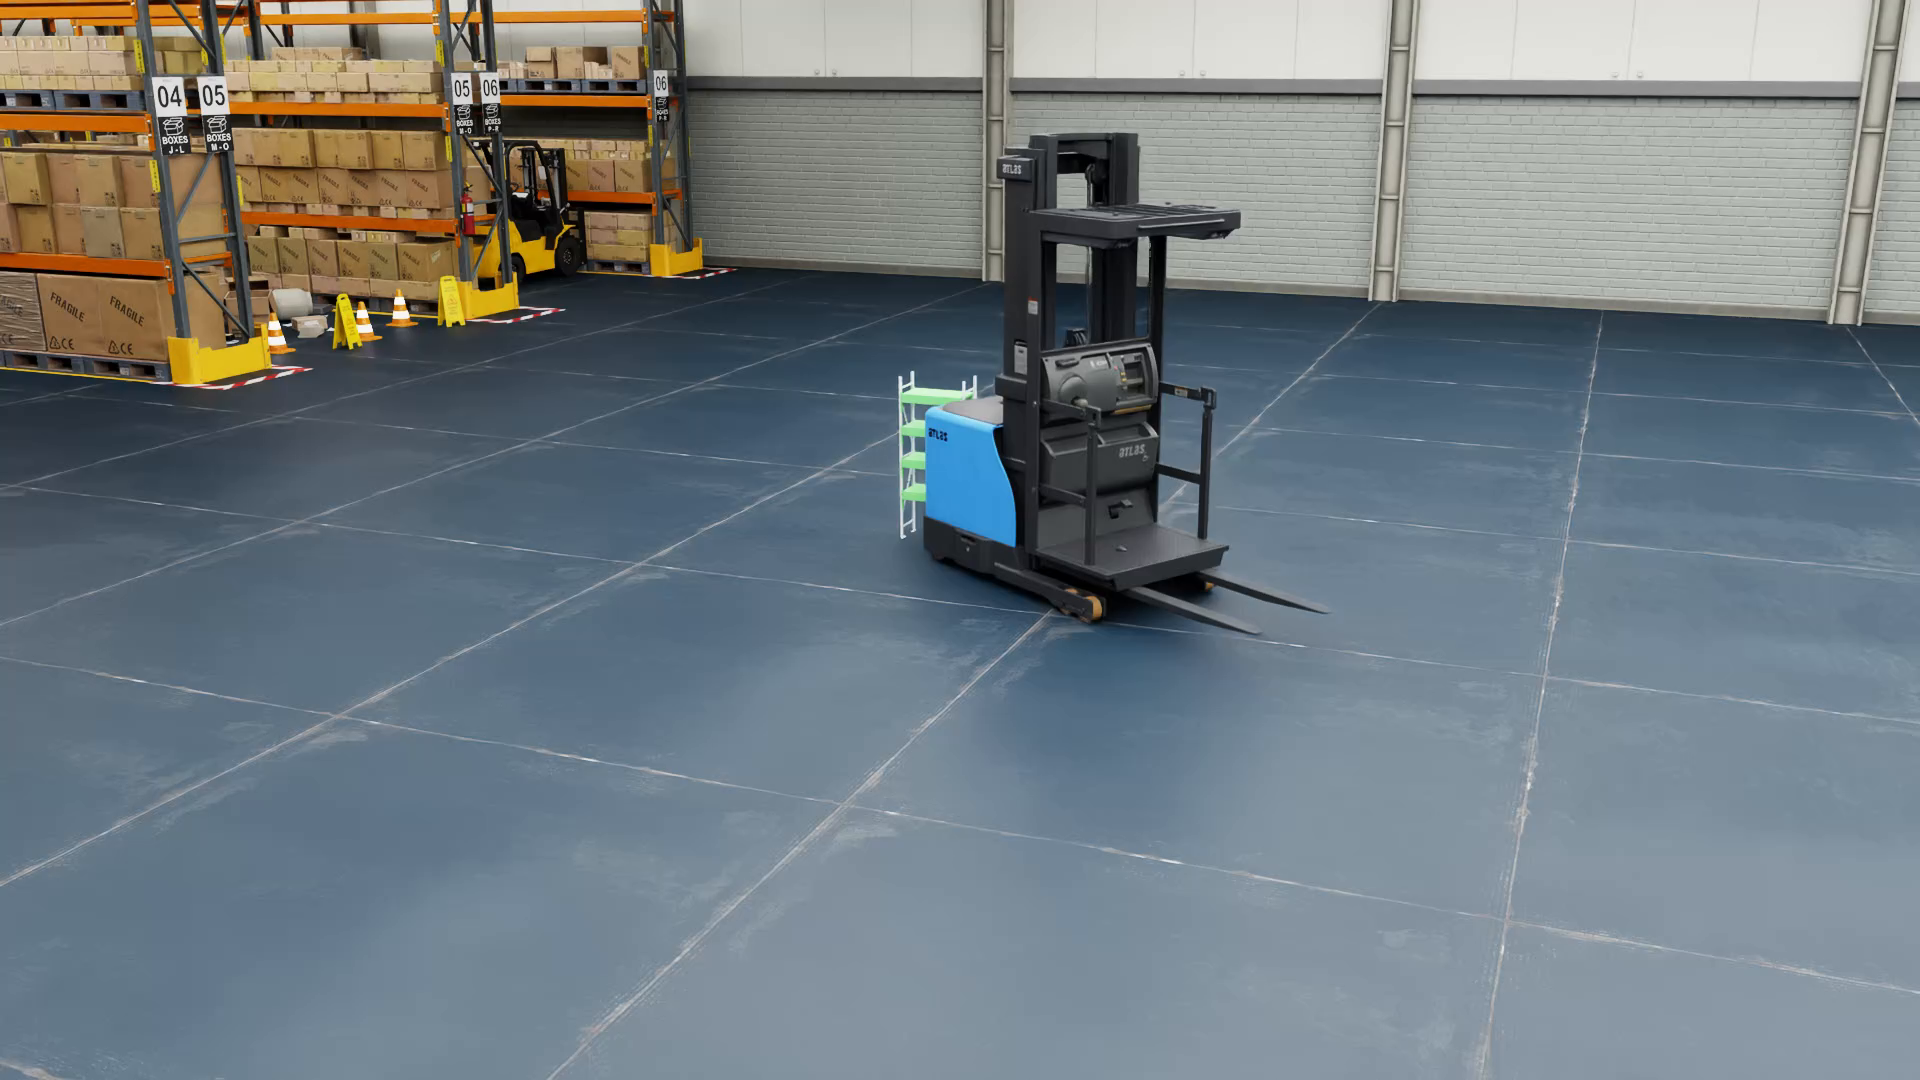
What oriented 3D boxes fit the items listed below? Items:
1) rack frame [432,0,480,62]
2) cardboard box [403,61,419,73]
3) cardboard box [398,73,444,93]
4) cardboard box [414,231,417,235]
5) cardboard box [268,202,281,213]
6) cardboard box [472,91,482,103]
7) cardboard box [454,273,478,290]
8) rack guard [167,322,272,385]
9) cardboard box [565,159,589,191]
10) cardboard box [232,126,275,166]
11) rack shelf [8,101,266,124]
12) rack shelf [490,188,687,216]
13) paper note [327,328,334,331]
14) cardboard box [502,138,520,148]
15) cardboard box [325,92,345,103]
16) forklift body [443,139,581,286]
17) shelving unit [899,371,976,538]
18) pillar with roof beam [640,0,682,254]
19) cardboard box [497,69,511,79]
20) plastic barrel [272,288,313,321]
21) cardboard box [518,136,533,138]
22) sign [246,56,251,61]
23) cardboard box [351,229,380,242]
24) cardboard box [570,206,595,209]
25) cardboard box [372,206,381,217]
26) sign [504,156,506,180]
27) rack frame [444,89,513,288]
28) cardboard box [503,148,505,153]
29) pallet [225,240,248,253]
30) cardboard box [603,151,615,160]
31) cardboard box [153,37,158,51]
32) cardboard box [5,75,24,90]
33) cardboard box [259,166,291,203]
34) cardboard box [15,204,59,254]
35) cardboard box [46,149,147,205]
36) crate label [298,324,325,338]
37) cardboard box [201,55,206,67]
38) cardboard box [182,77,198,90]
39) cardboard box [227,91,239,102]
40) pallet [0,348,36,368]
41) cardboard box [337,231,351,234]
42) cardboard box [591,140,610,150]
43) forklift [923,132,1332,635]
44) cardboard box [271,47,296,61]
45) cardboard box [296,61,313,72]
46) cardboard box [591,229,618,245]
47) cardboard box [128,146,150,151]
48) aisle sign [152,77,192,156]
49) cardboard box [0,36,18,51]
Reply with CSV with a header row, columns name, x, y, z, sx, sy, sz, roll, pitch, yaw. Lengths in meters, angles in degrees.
name,x,y,z,sx,sy,sz,roll,pitch,yaw
rack frame,-8.400,-9.153,27.560,0.127,3.000,1.000,6,17,21
cardboard box,-7.145,-6.272,22.038,0.250,0.149,0.380,7,17,22
cardboard box,-7.072,-6.068,22.052,0.500,0.250,0.500,6,17,20
cardboard box,-9.608,-5.465,29.123,0.625,0.625,0.875,6,17,20
cardboard box,-9.530,-4.716,23.489,0.250,0.149,0.380,6,17,20
cardboard box,-6.686,-6.013,22.575,0.250,0.149,0.380,6,17,21
cardboard box,-7.146,-3.610,23.407,0.500,0.250,0.500,6,17,20
rack guard,-8.197,-2.078,18.434,0.348,0.500,1.175,6,17,21
cardboard box,-6.189,-6.000,27.283,0.500,0.500,0.500,6,17,20
cardboard box,-9.888,-5.554,23.417,0.500,0.500,0.700,6,17,20
rack shelf,-12.078,-6.283,24.348,4.000,0.370,1.077,6,17,21
rack shelf,-6.539,-5.722,27.792,4.000,0.370,1.077,6,17,21
paper note,-8.106,-2.729,21.520,0.142,0.019,0.148,0,16,1
cardboard box,-7.493,-6.584,27.597,0.250,0.149,0.380,7,17,22
cardboard box,-8.376,-6.004,22.545,0.250,0.149,0.380,6,17,20
forklift body,-7.112,-5.176,26.144,1.214,2.155,2.313,6,17,21
shelving unit,-0.159,-0.595,12.071,0.503,1.200,0.258,6,17,21
pillar with roof beam,-6.575,-7.932,23.355,0.400,9.000,9.100,6,17,21
cardboard box,-7.379,-7.638,27.241,0.250,0.149,0.380,7,18,22
plastic barrel,-8.974,-3.156,22.286,0.512,0.421,0.421,-9,18,-27
cardboard box,-7.267,-6.750,28.169,0.250,0.149,0.380,6,17,20
sign,-12.322,-8.229,28.832,0.005,0.325,0.100,6,17,21
cardboard box,-8.181,-4.216,22.986,0.250,0.149,0.380,7,18,23
cardboard box,-6.458,-5.480,28.056,0.500,0.250,0.500,6,17,20
cardboard box,-7.867,-4.547,22.906,0.250,0.149,0.380,7,17,21
sign,-6.298,-5.131,22.915,0.005,0.325,0.100,6,17,21
rack frame,-6.497,-4.575,22.551,0.127,3.000,1.000,6,17,21
cardboard box,-7.504,-6.440,27.635,0.250,0.149,0.380,7,17,22
pallet,-12.802,-5.428,30.492,1.213,0.211,1.003,6,17,21
cardboard box,-5.572,-6.246,26.964,0.250,0.149,0.380,7,17,22
cardboard box,-8.645,-5.376,18.018,0.250,0.149,0.380,6,17,21
cardboard box,-10.071,-4.952,17.990,0.250,0.149,0.380,7,17,21
cardboard box,-9.435,-5.012,23.345,0.500,0.500,0.500,6,17,20
cardboard box,-10.083,-3.563,18.796,0.500,0.550,0.875,6,17,21
cardboard box,-9.566,-4.044,18.518,0.550,0.550,0.875,6,17,21
crate label,-8.215,-2.651,21.060,0.298,0.136,0.250,-2,16,-8
cardboard box,-10.804,-6.820,23.526,0.500,0.250,0.500,7,17,22
cardboard box,-8.420,-4.968,18.045,0.250,0.149,0.380,6,17,21
cardboard box,-10.016,-6.207,23.245,0.250,0.149,0.380,6,17,20
pallet,-11.261,-2.252,19.554,1.213,0.211,1.003,6,17,21
cardboard box,-9.095,-4.183,24.035,0.500,0.500,0.500,7,17,22
cardboard box,-5.788,-6.428,27.060,0.250,0.149,0.380,6,17,21
forklift,1.038,-1.048,10.526,1.130,2.935,3.031,-12,20,-36
cardboard box,-11.536,-8.282,28.828,0.500,0.500,0.500,6,17,21
cardboard box,-8.813,-6.451,22.654,0.250,0.149,0.380,6,17,20
cardboard box,-5.709,-5.006,27.321,0.500,0.250,0.500,6,17,20
cardboard box,-11.671,-5.469,24.165,0.500,0.500,0.500,7,18,23
aisle sign,-8.263,-4.444,17.438,0.004,0.787,0.394,6,17,21
cardboard box,-10.076,-5.336,17.880,0.250,0.149,0.380,6,17,21
